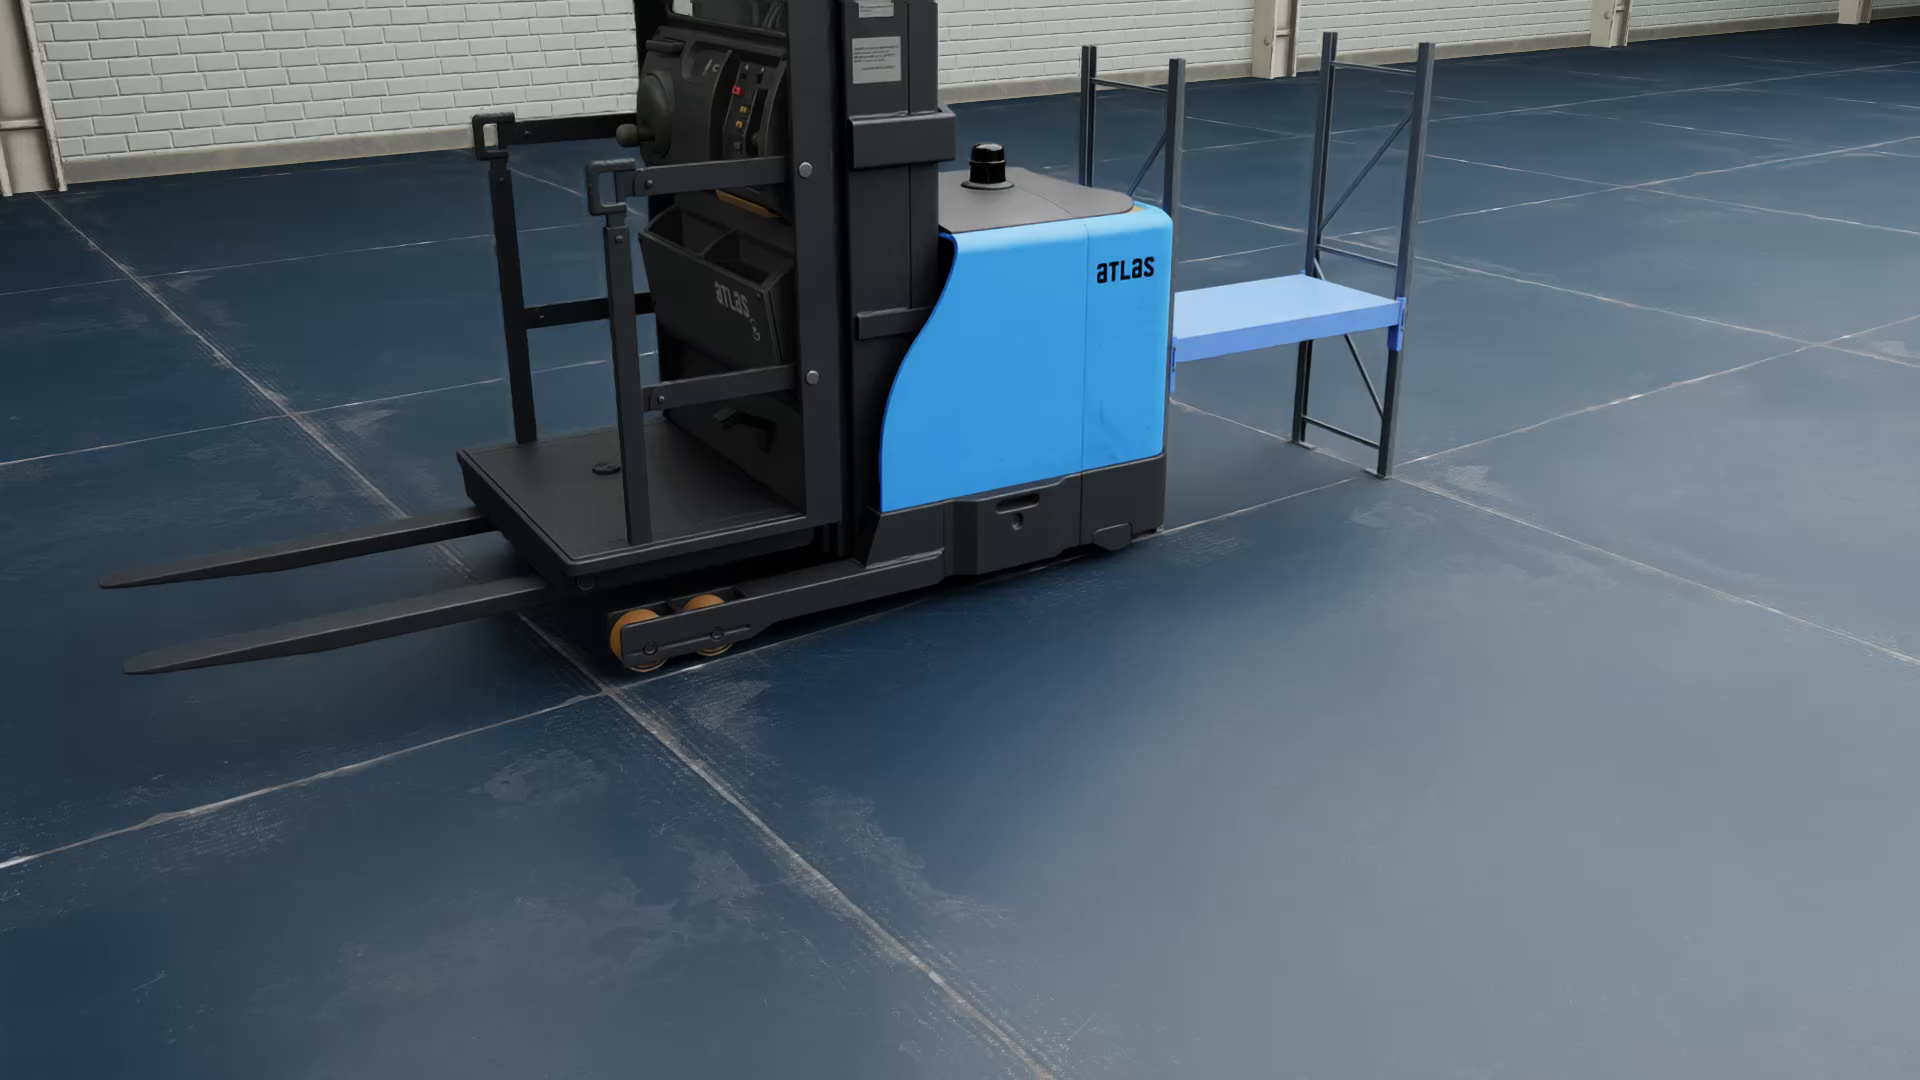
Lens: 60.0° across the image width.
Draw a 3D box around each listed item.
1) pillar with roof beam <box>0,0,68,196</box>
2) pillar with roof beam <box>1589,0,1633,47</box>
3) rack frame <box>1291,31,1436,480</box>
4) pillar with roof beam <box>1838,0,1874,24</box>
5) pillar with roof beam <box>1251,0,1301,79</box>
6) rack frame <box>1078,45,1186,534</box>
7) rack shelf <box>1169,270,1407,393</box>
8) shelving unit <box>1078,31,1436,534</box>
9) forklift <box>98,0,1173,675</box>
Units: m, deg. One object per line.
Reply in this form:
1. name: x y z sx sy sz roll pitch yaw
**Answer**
1. pillar with roof beam: -3.855 -5.285 6.499 0.400 9.000 9.100 -15 26 -33
2. pillar with roof beam: 10.756 -9.181 16.263 0.400 9.000 9.100 -15 26 -33
3. rack frame: 1.402 -0.992 5.859 0.032 1.500 0.500 -12 25 -28
4. pillar with roof beam: 15.627 -10.480 19.517 0.400 9.000 9.100 -15 26 -33
5. pillar with roof beam: 5.886 -7.882 13.008 0.400 9.000 9.100 -15 26 -33
6. rack frame: 0.528 -0.800 5.376 0.032 1.500 0.500 -12 25 -28
7. rack shelf: 0.965 -0.729 5.685 1.000 0.185 0.538 -12 25 -28
8. shelving unit: 0.965 -0.896 5.618 1.048 1.500 0.538 -12 25 -28
9. forklift: -0.873 -1.227 4.516 3.031 2.935 1.130 -12 25 -28
